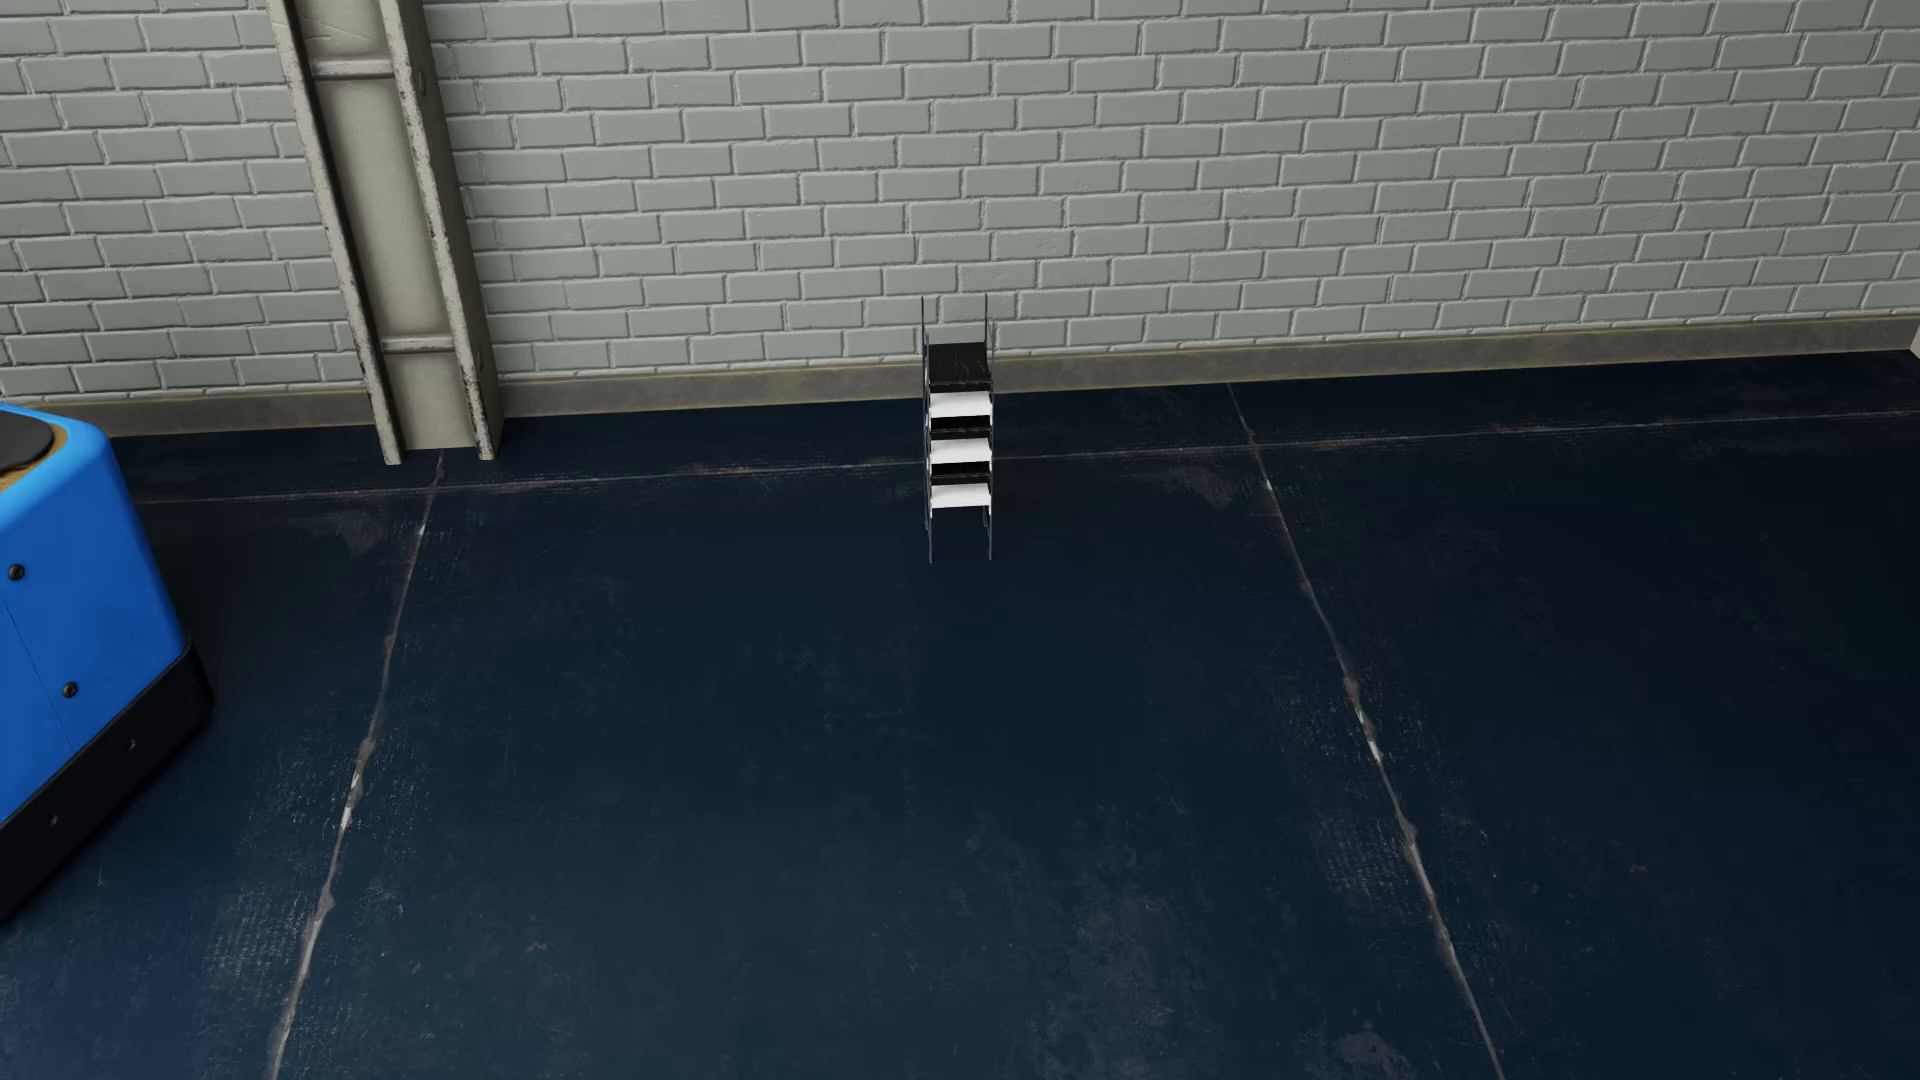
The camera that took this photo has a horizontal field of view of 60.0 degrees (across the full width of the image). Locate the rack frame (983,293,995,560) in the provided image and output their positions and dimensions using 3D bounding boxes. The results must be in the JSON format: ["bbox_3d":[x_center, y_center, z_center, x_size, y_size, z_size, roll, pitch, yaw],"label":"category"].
[{"bbox_3d":[0.093,-0.358,5.478,0.006,0.900,0.240,-3,38,-4],"label":"rack frame"}]

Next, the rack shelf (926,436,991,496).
[{"bbox_3d":[-0.008,-0.256,5.547,0.200,0.077,0.258,-3,38,-4],"label":"rack shelf"}]

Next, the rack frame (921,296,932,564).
[{"bbox_3d":[-0.109,-0.347,5.464,0.006,0.900,0.240,-3,38,-4],"label":"rack frame"}]

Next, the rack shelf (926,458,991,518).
[{"bbox_3d":[-0.008,-0.185,5.603,0.200,0.077,0.258,-3,38,-4],"label":"rack shelf"}]

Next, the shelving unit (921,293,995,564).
[{"bbox_3d":[-0.008,-0.353,5.471,0.210,0.900,0.258,-3,38,-4],"label":"shelving unit"}]

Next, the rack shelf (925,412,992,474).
[{"bbox_3d":[-0.008,-0.327,5.491,0.200,0.077,0.258,-3,38,-4],"label":"rack shelf"}]

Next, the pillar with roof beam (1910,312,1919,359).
[{"bbox_3d":[4.433,-1.588,0.498,0.400,9.000,9.100,-3,38,-4],"label":"pillar with roof beam"}]

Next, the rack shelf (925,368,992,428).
[{"bbox_3d":[-0.008,-0.468,5.380,0.200,0.077,0.258,-3,38,-4],"label":"rack shelf"}]

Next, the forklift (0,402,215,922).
[{"bbox_3d":[-3.818,-0.630,4.182,3.031,2.935,1.130,12,40,15],"label":"forklift"}]

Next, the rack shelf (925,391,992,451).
[{"bbox_3d":[-0.008,-0.397,5.436,0.200,0.077,0.258,-3,38,-4],"label":"rack shelf"}]

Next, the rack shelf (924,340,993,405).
[{"bbox_3d":[-0.008,-0.539,5.324,0.200,0.077,0.258,-3,38,-4],"label":"rack shelf"}]
